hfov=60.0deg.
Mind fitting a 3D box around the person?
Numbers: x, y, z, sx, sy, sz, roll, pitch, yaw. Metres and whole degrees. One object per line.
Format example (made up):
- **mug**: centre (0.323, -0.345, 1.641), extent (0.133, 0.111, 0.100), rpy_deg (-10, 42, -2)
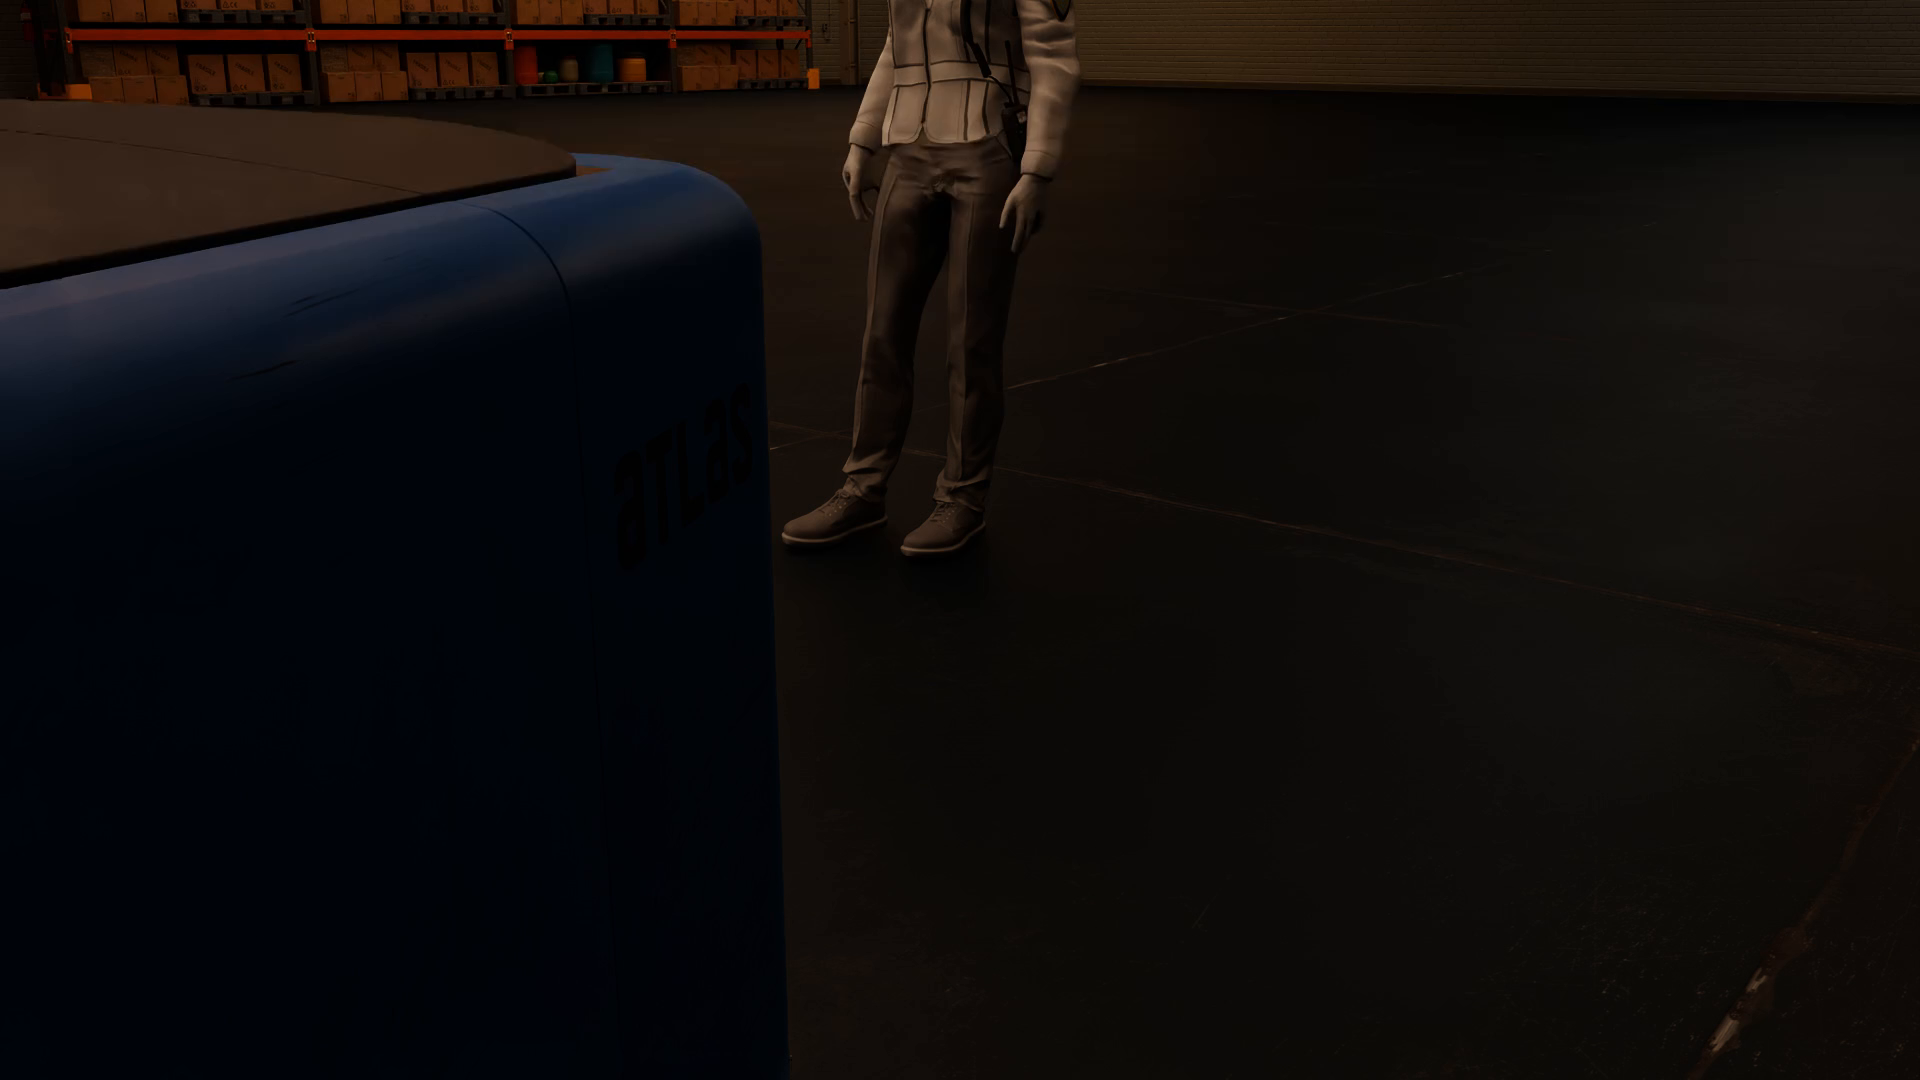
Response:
- **person**: centre (-0.049, -0.804, 3.647), extent (0.587, 1.695, 0.531), rpy_deg (13, 21, 37)
